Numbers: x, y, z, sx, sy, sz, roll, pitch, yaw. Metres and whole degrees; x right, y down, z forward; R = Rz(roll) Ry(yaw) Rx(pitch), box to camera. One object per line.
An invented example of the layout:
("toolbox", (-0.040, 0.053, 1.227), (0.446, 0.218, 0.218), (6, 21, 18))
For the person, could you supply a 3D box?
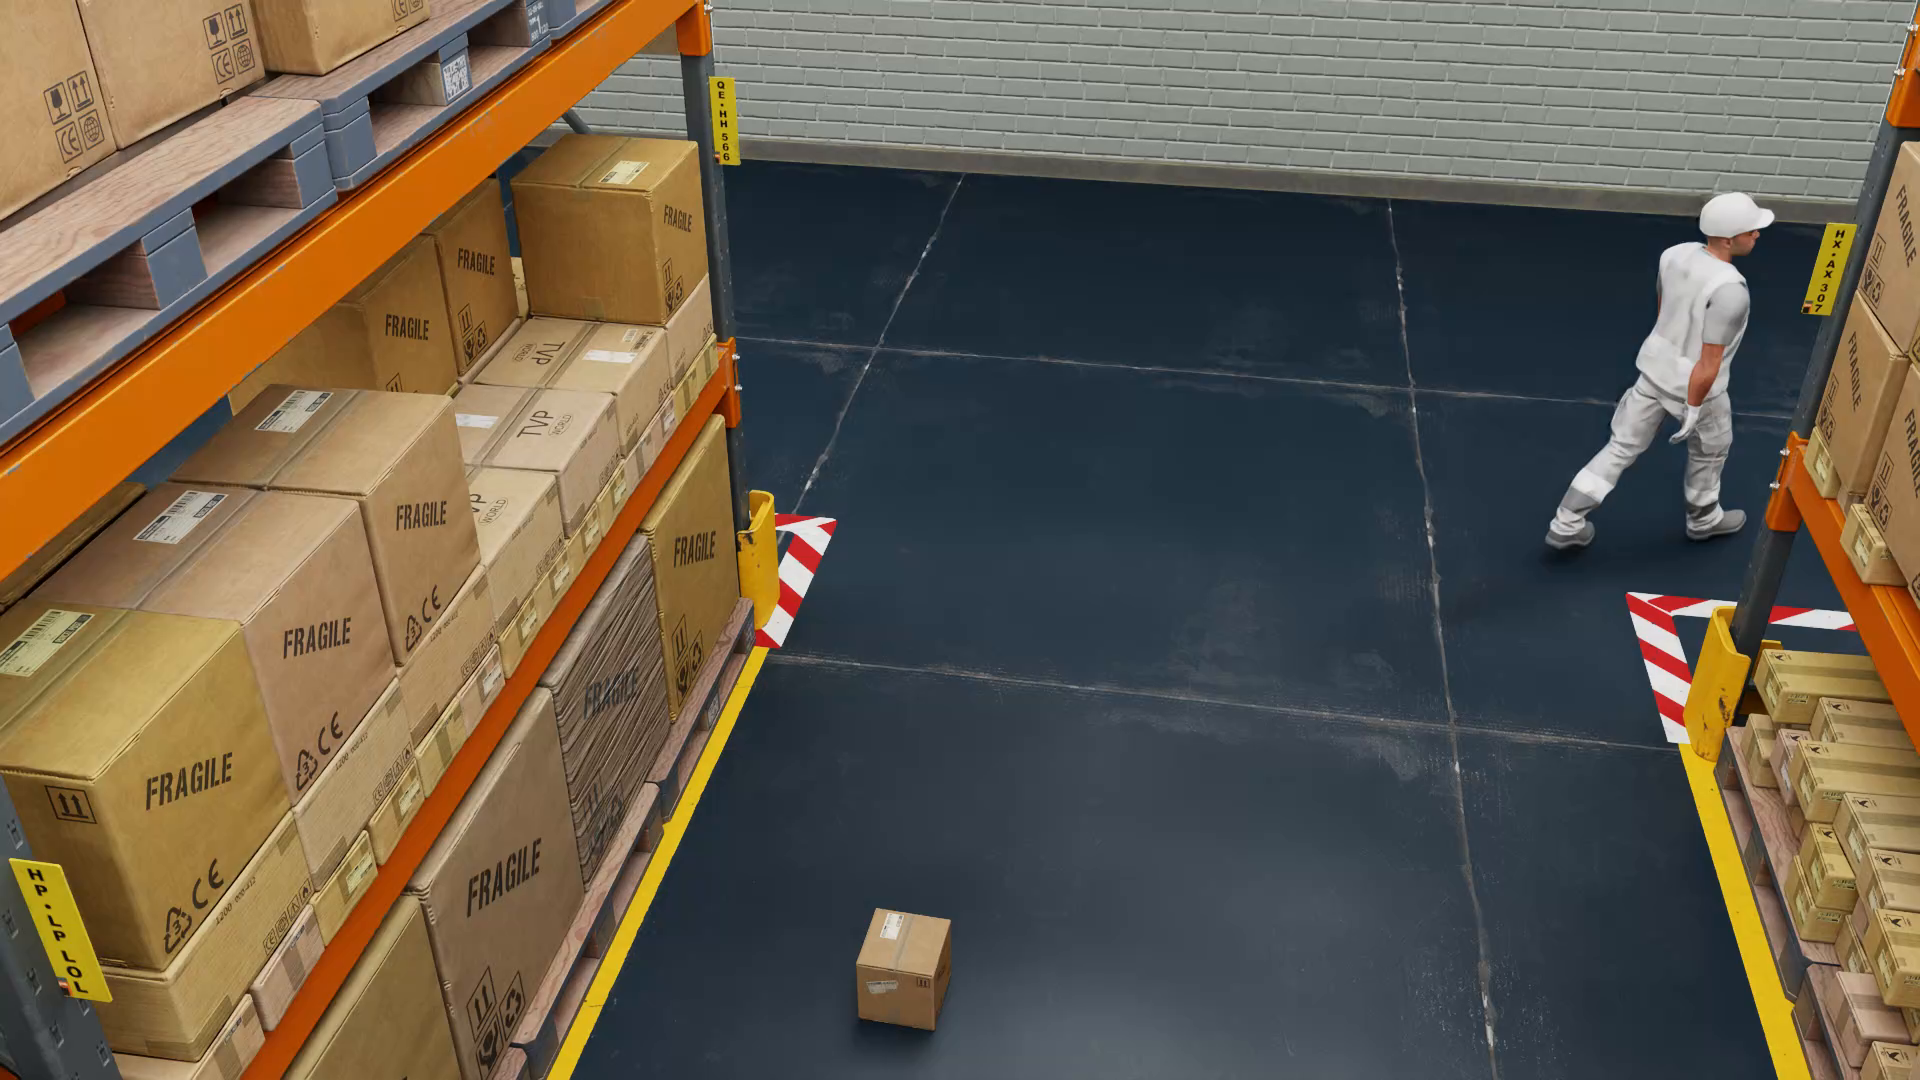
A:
("person", (3.185, -0.713, 7.276), (1.059, 1.745, 0.573), (-11, 34, -17))
